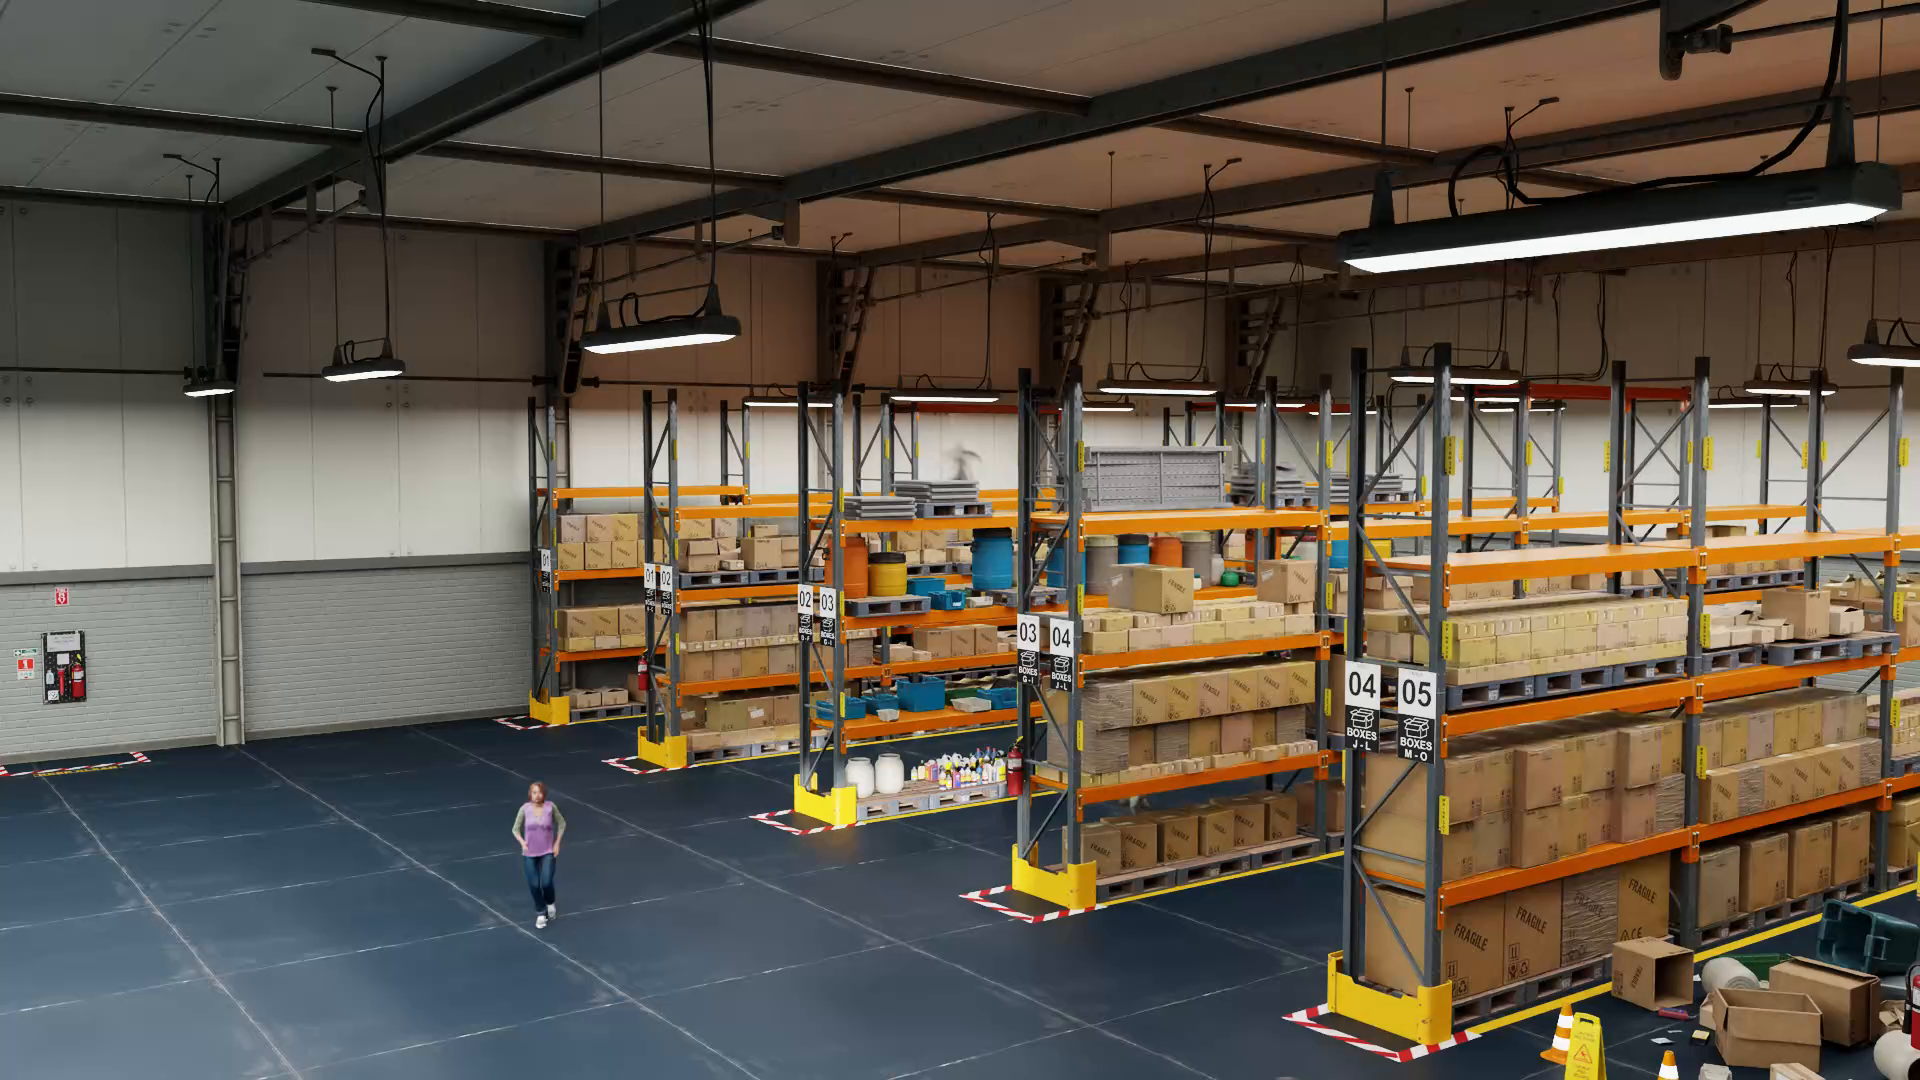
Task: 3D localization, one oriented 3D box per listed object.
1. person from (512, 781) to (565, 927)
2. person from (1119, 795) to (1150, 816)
[{"bbox_3d":[-4.467,3.349,17.615,0.541,1.543,0.517,-1,3,-9],"label":"person"},{"bbox_3d":[2.342,3.027,21.658,0.587,1.716,0.701,-3,4,-41],"label":"person"}]
